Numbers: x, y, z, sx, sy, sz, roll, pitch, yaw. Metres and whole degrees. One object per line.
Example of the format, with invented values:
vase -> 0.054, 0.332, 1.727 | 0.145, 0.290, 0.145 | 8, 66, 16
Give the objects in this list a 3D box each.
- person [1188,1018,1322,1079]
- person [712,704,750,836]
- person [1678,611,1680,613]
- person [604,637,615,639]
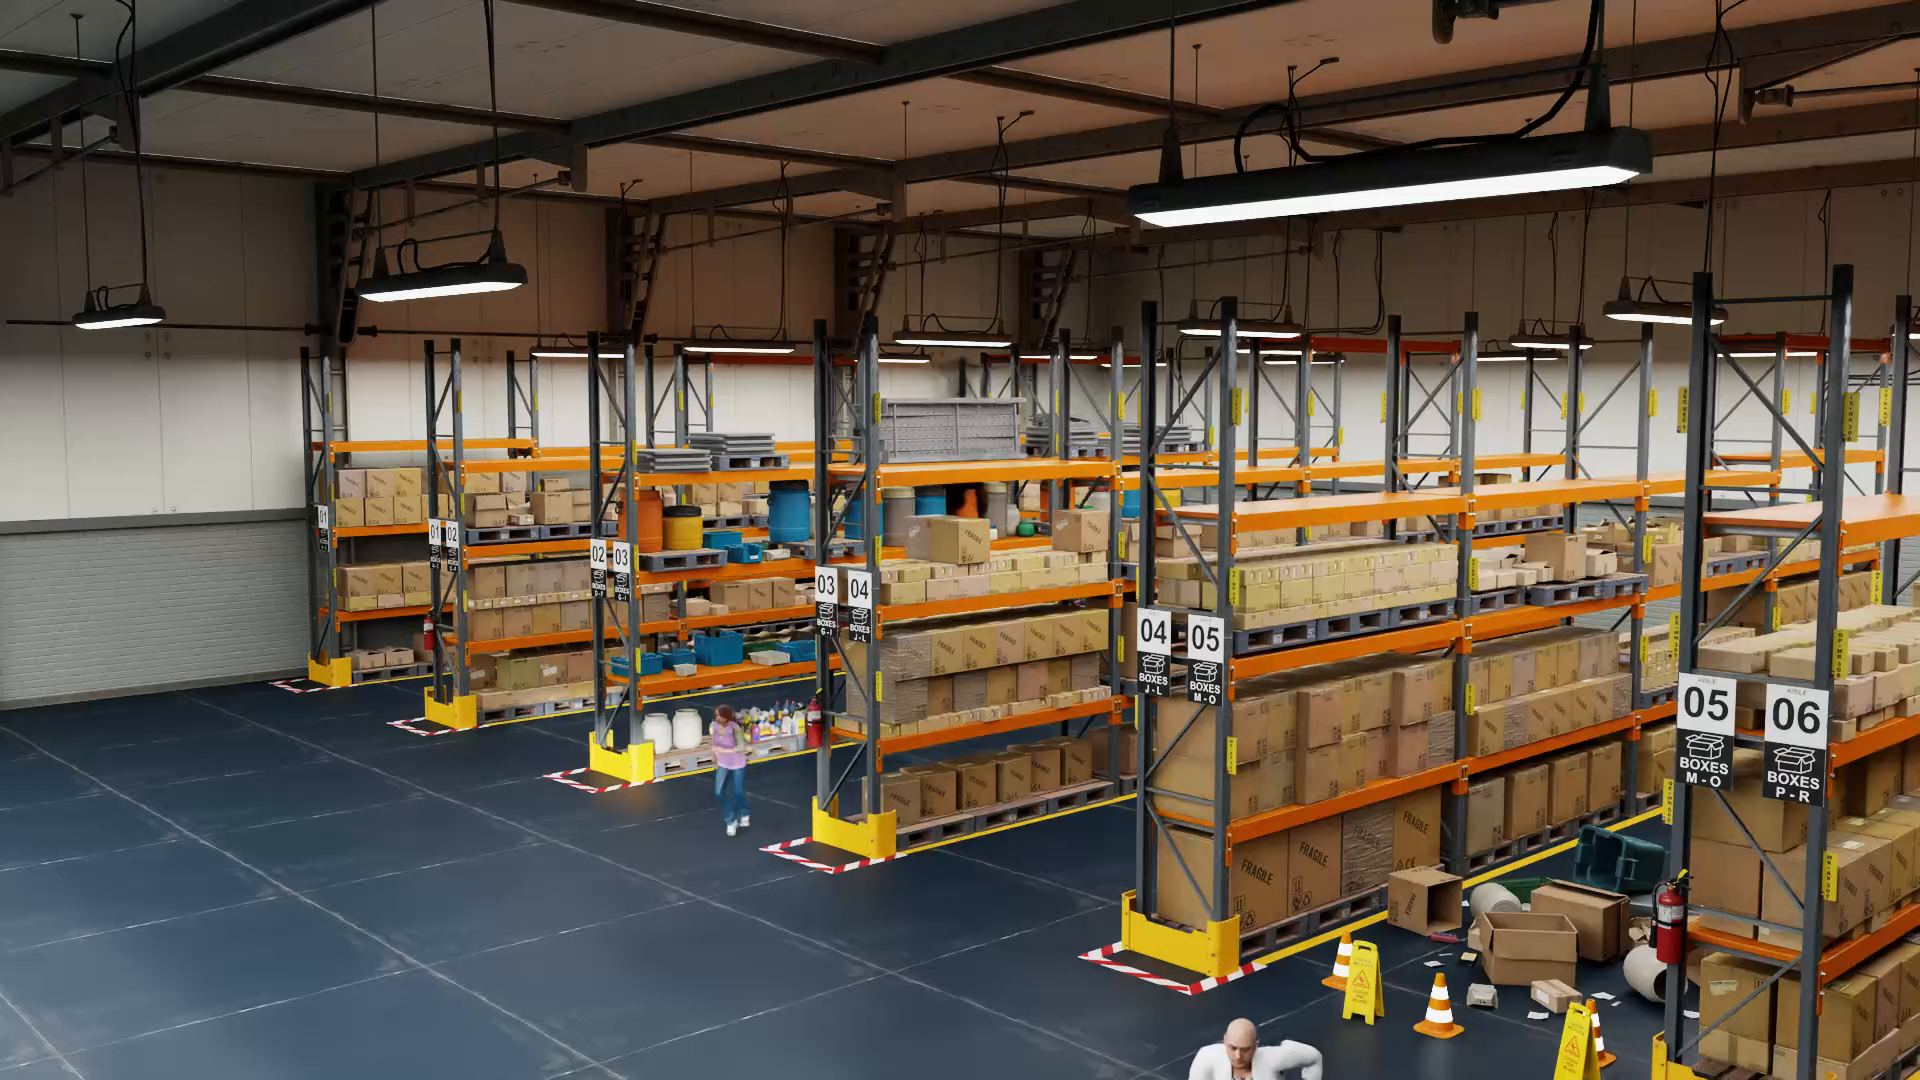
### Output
person -> 1.721, 3.510, 9.666 | 0.753, 1.739, 1.072 | 2, 5, 22
person -> -2.700, 2.698, 19.486 | 0.533, 1.628, 0.748 | 2, 5, 23
person -> 11.385, 1.994, 26.276 | 0.628, 1.798, 0.731 | -3, 6, -35
person -> -6.307, 1.716, 29.669 | 0.749, 1.704, 0.685 | -4, 6, -38
